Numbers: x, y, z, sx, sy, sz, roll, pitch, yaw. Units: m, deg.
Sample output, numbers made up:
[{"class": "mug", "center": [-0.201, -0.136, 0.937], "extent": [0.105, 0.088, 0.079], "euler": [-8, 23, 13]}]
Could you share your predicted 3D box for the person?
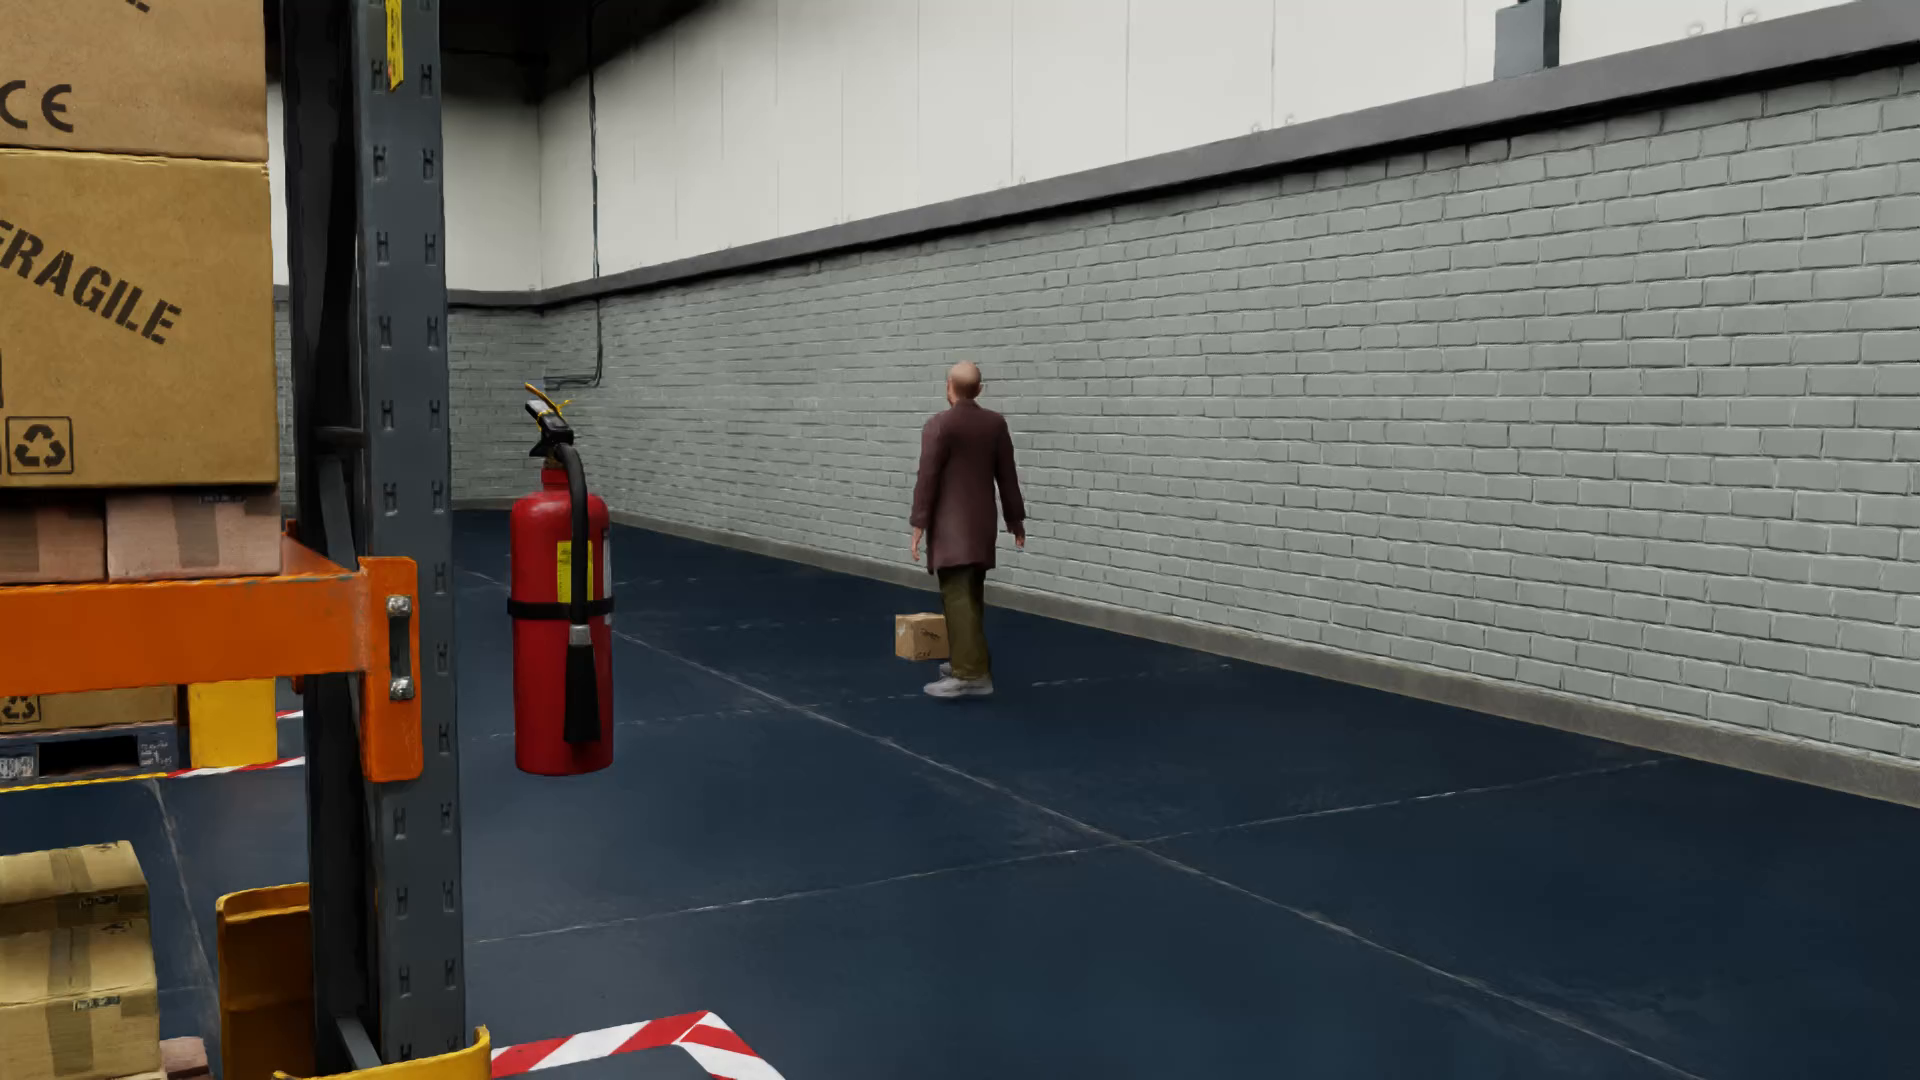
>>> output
[{"class": "person", "center": [0.027, -0.073, 8.958], "extent": [0.791, 1.774, 0.697], "euler": [-4, 7, -43]}]
